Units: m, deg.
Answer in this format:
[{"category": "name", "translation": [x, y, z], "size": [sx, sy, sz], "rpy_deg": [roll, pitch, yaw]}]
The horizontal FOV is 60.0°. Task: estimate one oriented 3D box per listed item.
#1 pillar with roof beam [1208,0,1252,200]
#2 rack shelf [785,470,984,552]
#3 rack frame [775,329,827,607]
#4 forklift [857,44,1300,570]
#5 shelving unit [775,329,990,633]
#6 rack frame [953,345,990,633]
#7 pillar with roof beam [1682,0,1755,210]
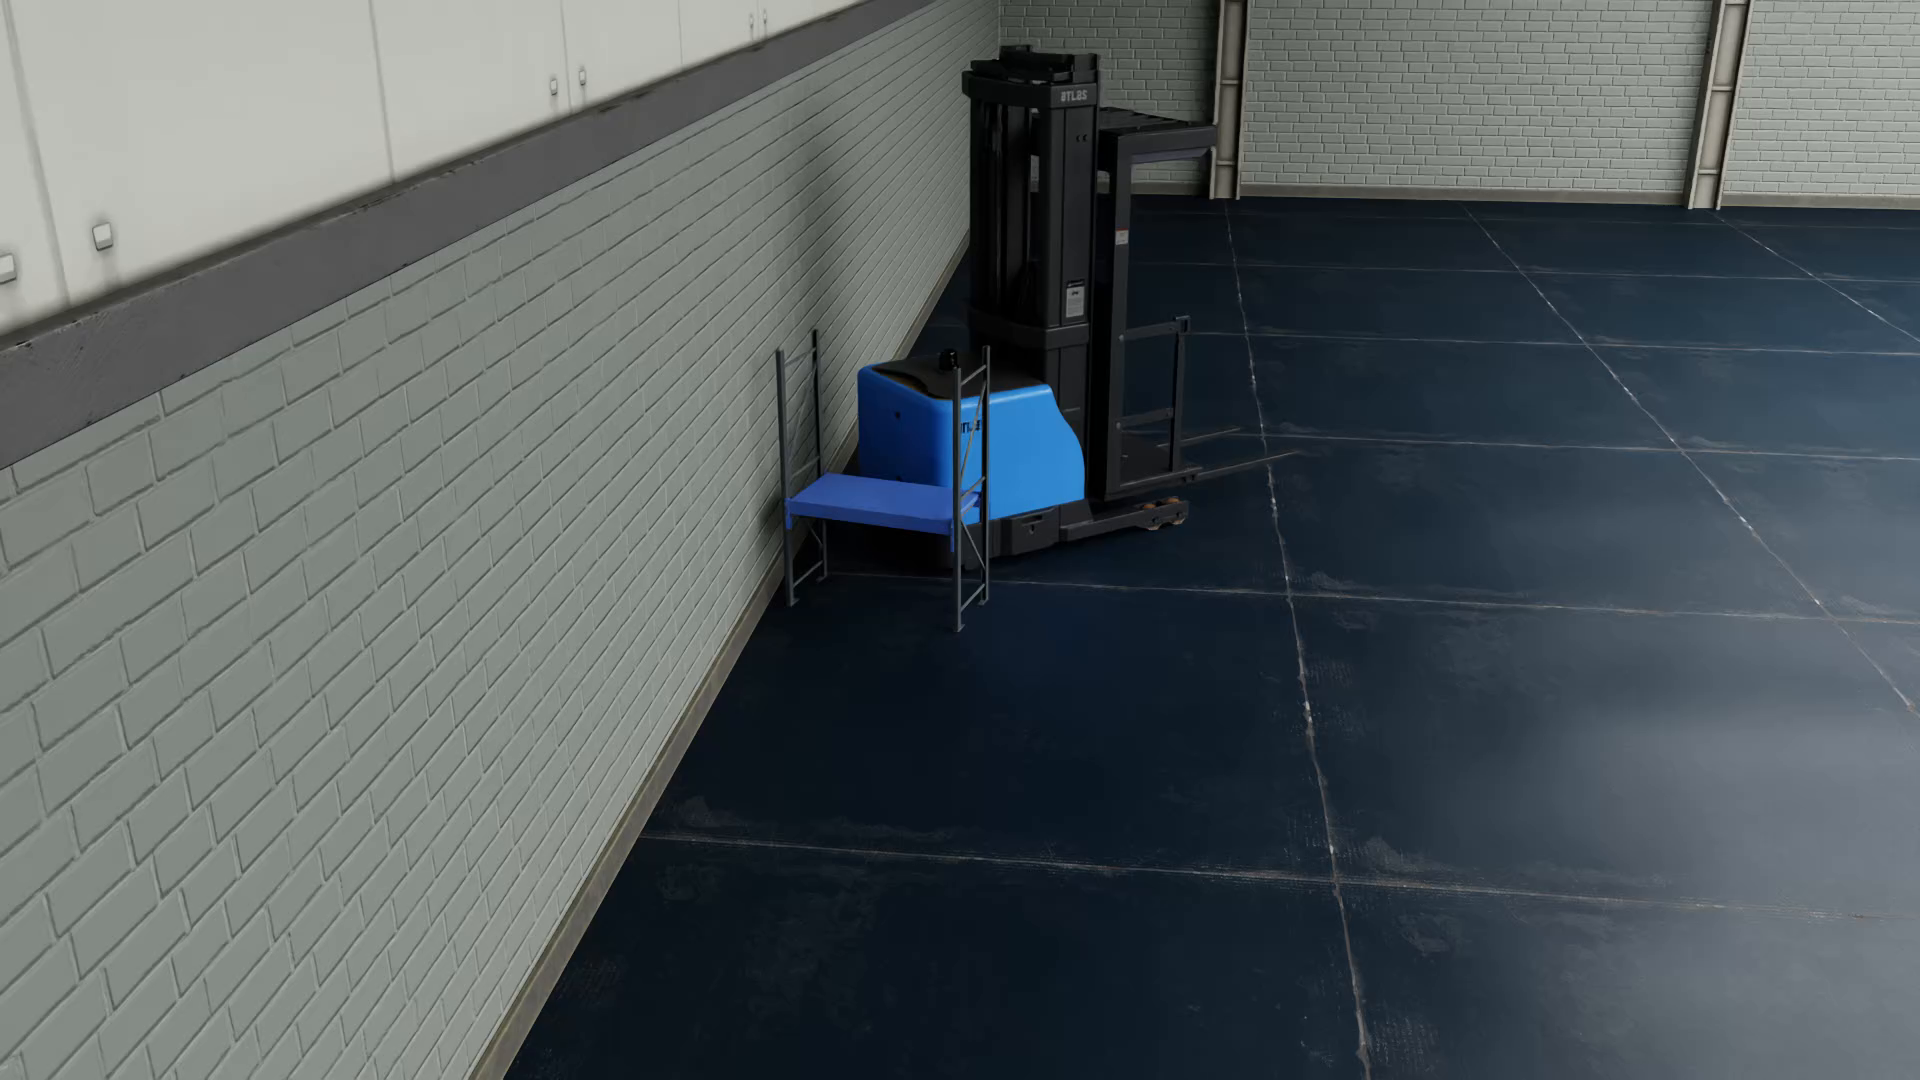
[{"category": "pillar with roof beam", "translation": [2.957, -7.110, 16.185], "size": [0.400, 9.000, 9.100], "rpy_deg": [2, 22, 6]}, {"category": "rack shelf", "translation": [-0.415, -0.171, 9.322], "size": [1.000, 0.185, 0.538], "rpy_deg": [8, 23, 19]}, {"category": "rack frame", "translation": [-0.891, -0.403, 9.420], "size": [0.032, 1.500, 0.500], "rpy_deg": [8, 23, 19]}, {"category": "forklift", "translation": [0.874, -1.574, 10.433], "size": [3.031, 2.935, 1.130], "rpy_deg": [-13, 25, -30]}, {"category": "shelving unit", "translation": [-0.415, -0.339, 9.256], "size": [1.048, 1.500, 0.538], "rpy_deg": [8, 23, 19]}, {"category": "rack frame", "translation": [0.062, -0.274, 9.092], "size": [0.032, 1.500, 0.500], "rpy_deg": [8, 23, 19]}, {"category": "pillar with roof beam", "translation": [8.915, -6.851, 15.528], "size": [0.400, 9.000, 9.100], "rpy_deg": [2, 22, 6]}]
